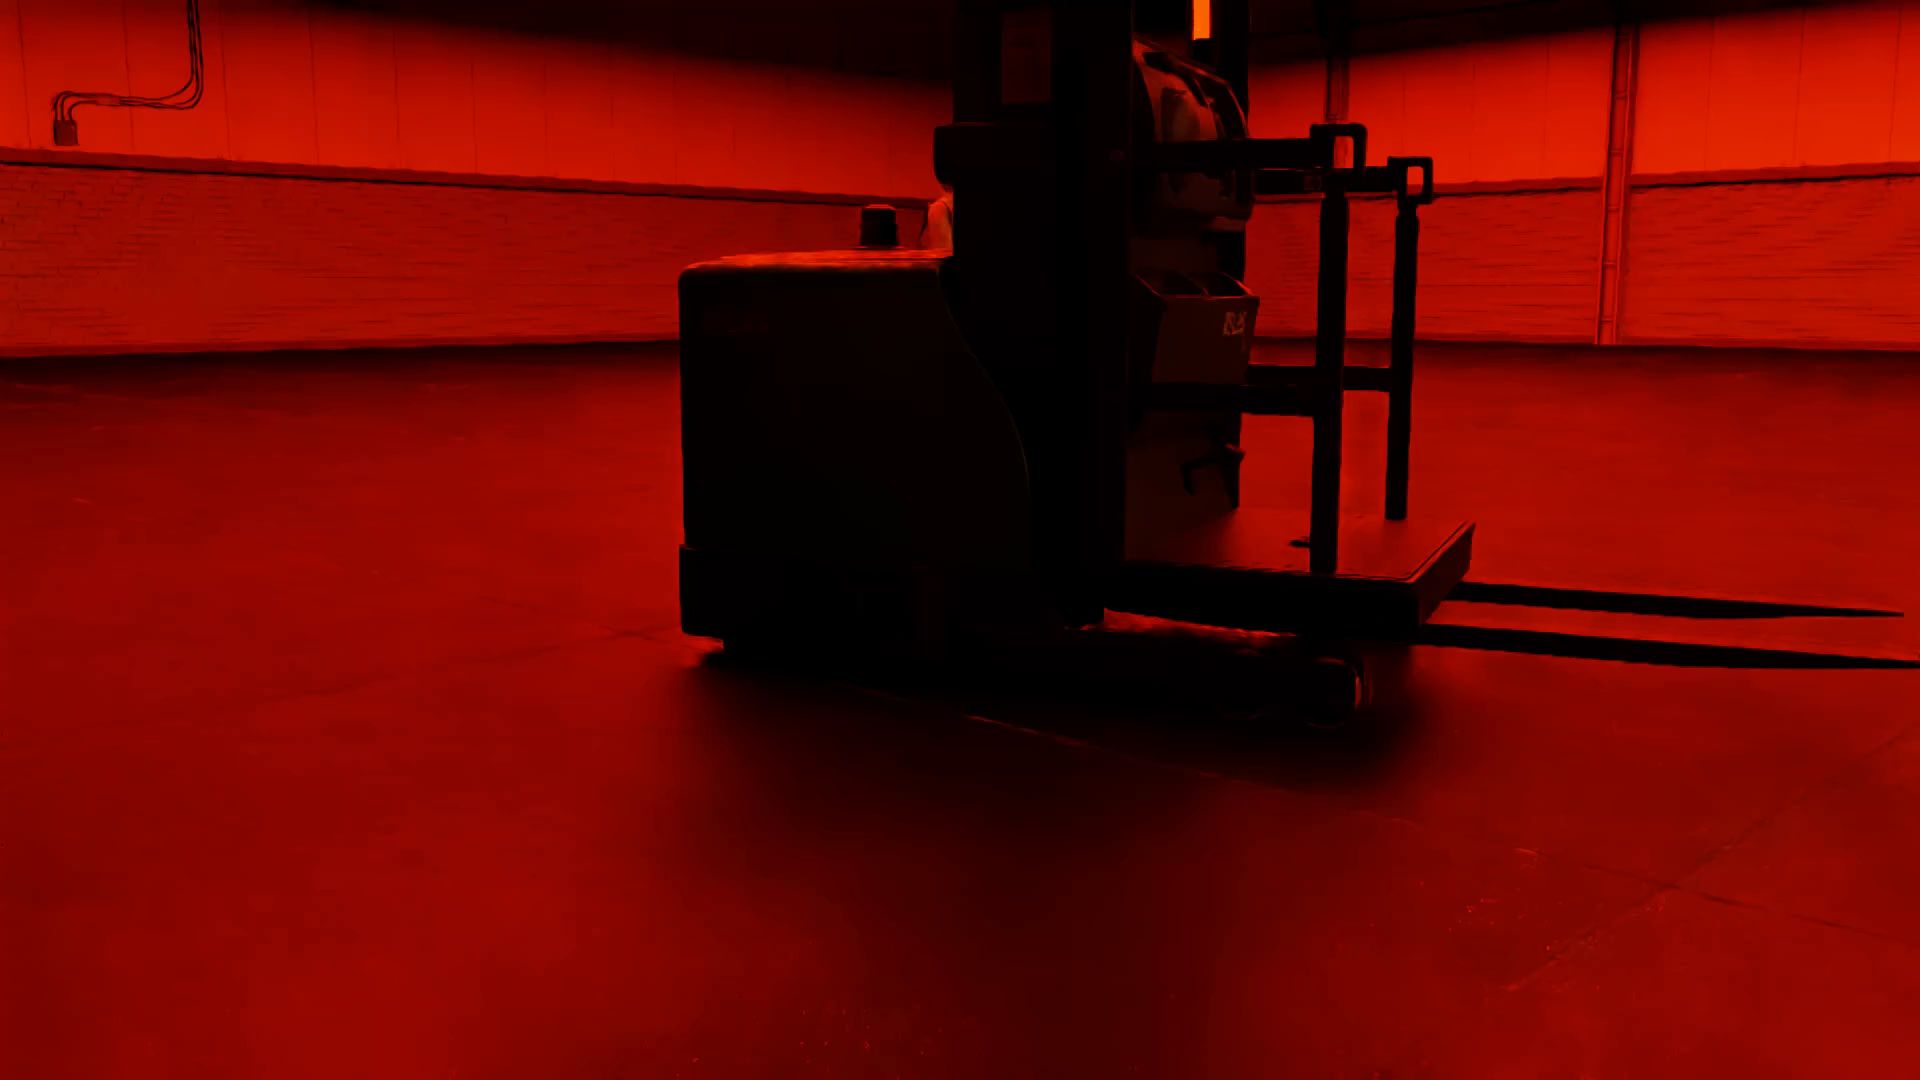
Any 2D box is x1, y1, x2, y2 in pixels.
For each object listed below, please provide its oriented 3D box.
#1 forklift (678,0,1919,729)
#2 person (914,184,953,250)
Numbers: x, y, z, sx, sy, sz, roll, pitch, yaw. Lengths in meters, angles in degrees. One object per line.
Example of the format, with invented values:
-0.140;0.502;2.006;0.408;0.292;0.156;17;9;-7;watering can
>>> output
0.792;-1.104;4.207;3.031;2.935;1.130;4;9;24;forklift
-0.007;-0.792;6.604;0.310;1.604;0.405;8;12;43;person
